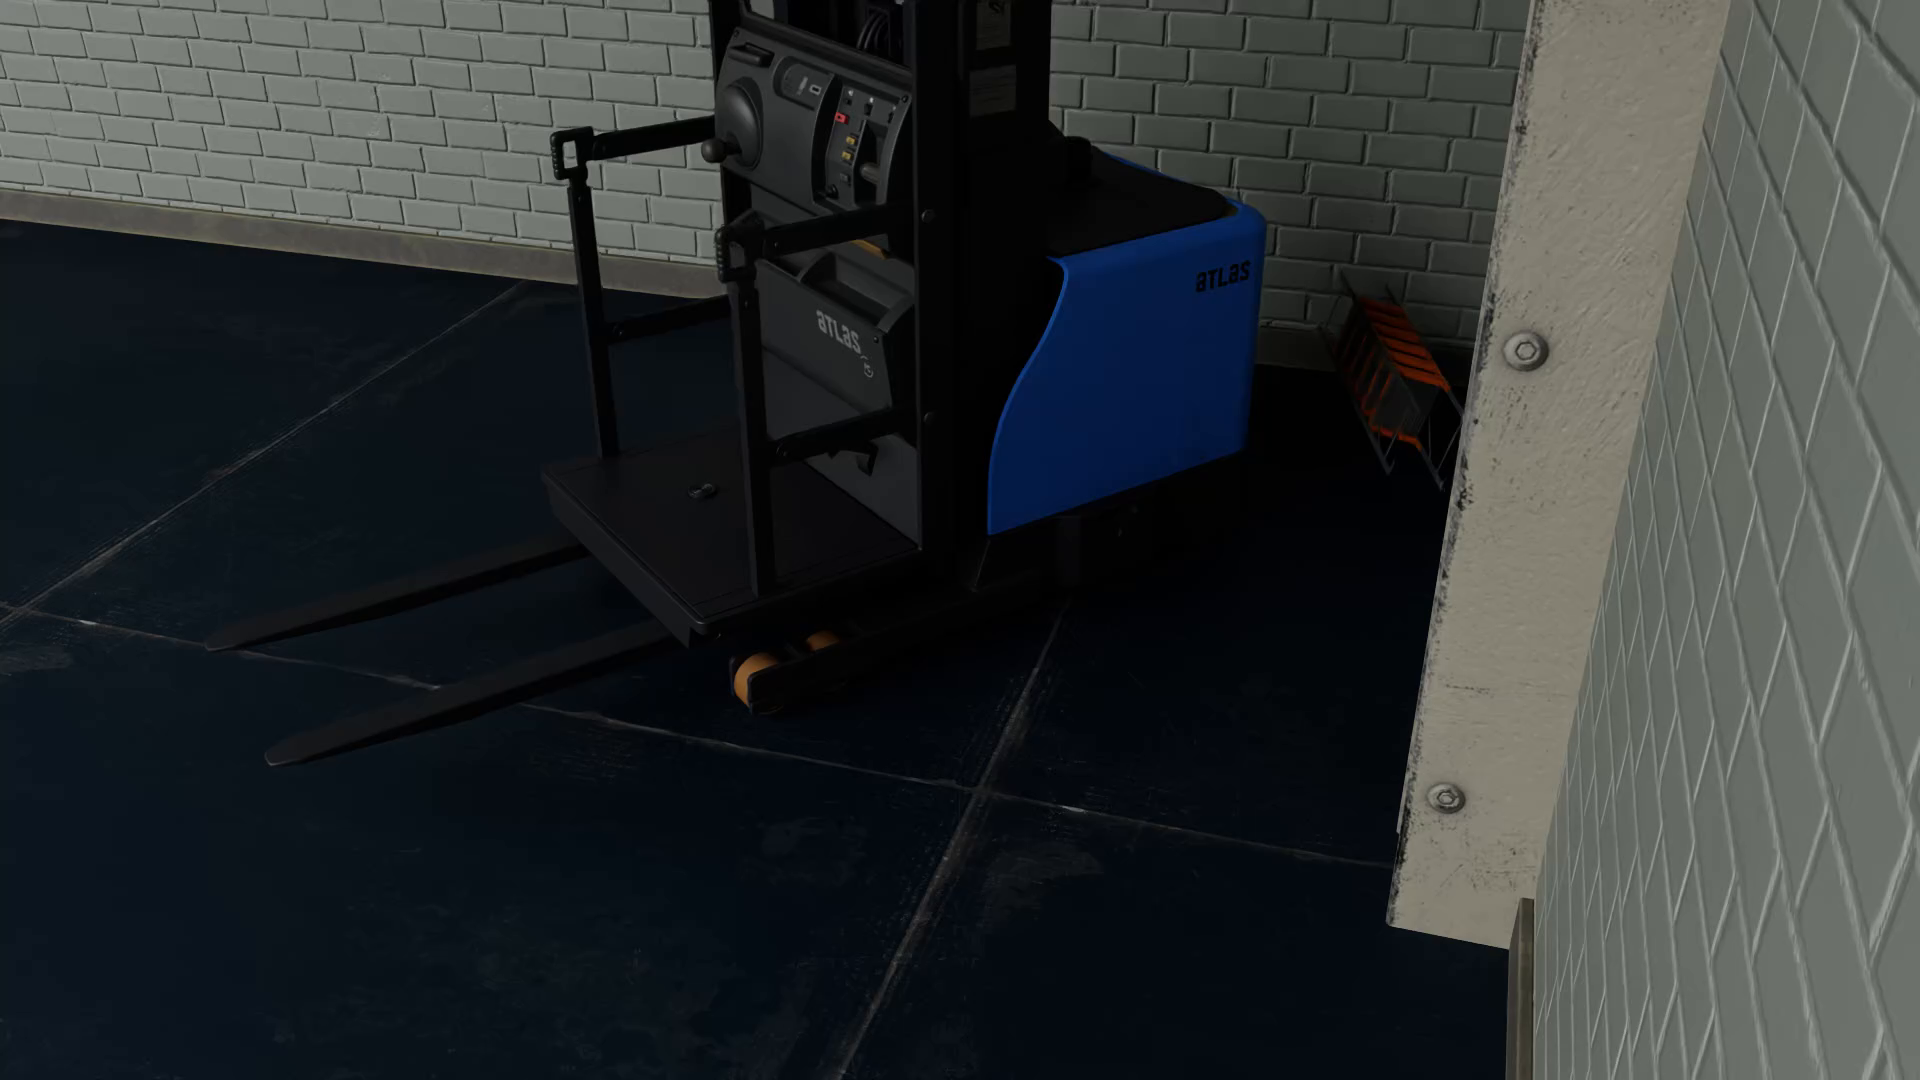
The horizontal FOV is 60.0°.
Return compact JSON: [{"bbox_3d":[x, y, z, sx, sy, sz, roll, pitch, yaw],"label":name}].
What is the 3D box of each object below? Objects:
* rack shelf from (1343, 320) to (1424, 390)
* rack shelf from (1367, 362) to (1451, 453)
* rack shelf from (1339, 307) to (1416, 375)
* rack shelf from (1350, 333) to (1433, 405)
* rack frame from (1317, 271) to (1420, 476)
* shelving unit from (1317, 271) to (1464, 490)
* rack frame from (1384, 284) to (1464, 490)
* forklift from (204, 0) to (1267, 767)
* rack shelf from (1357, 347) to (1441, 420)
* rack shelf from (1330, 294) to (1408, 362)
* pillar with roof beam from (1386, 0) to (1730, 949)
[{"bbox_3d":[1.487,-0.622,5.851,0.180,0.258,0.103,14,29,-8],"label":"rack shelf"},{"bbox_3d":[1.488,-0.442,5.540,0.180,0.258,0.103,14,29,-8],"label":"rack shelf"},{"bbox_3d":[1.487,-0.683,5.955,0.180,0.258,0.103,14,29,-8],"label":"rack shelf"},{"bbox_3d":[1.487,-0.562,5.747,0.180,0.258,0.103,14,29,-8],"label":"rack shelf"},{"bbox_3d":[1.400,-0.606,5.773,0.006,0.240,1.200,14,29,-8],"label":"rack frame"},{"bbox_3d":[1.487,-0.584,5.786,0.189,0.258,1.200,14,29,-8],"label":"shelving unit"},{"bbox_3d":[1.575,-0.562,5.799,0.006,0.240,1.200,14,29,-8],"label":"rack frame"},{"bbox_3d":[-0.577,-1.100,4.329,3.031,2.935,1.130,-18,34,-30],"label":"forklift"},{"bbox_3d":[1.488,-0.502,5.644,0.180,0.258,0.103,14,29,-8],"label":"rack shelf"},{"bbox_3d":[1.487,-0.743,6.059,0.180,0.258,0.103,14,29,-8],"label":"rack shelf"},{"bbox_3d":[-2.940,-3.740,2.833,9.100,9.000,0.400,8,30,15],"label":"pillar with roof beam"}]
